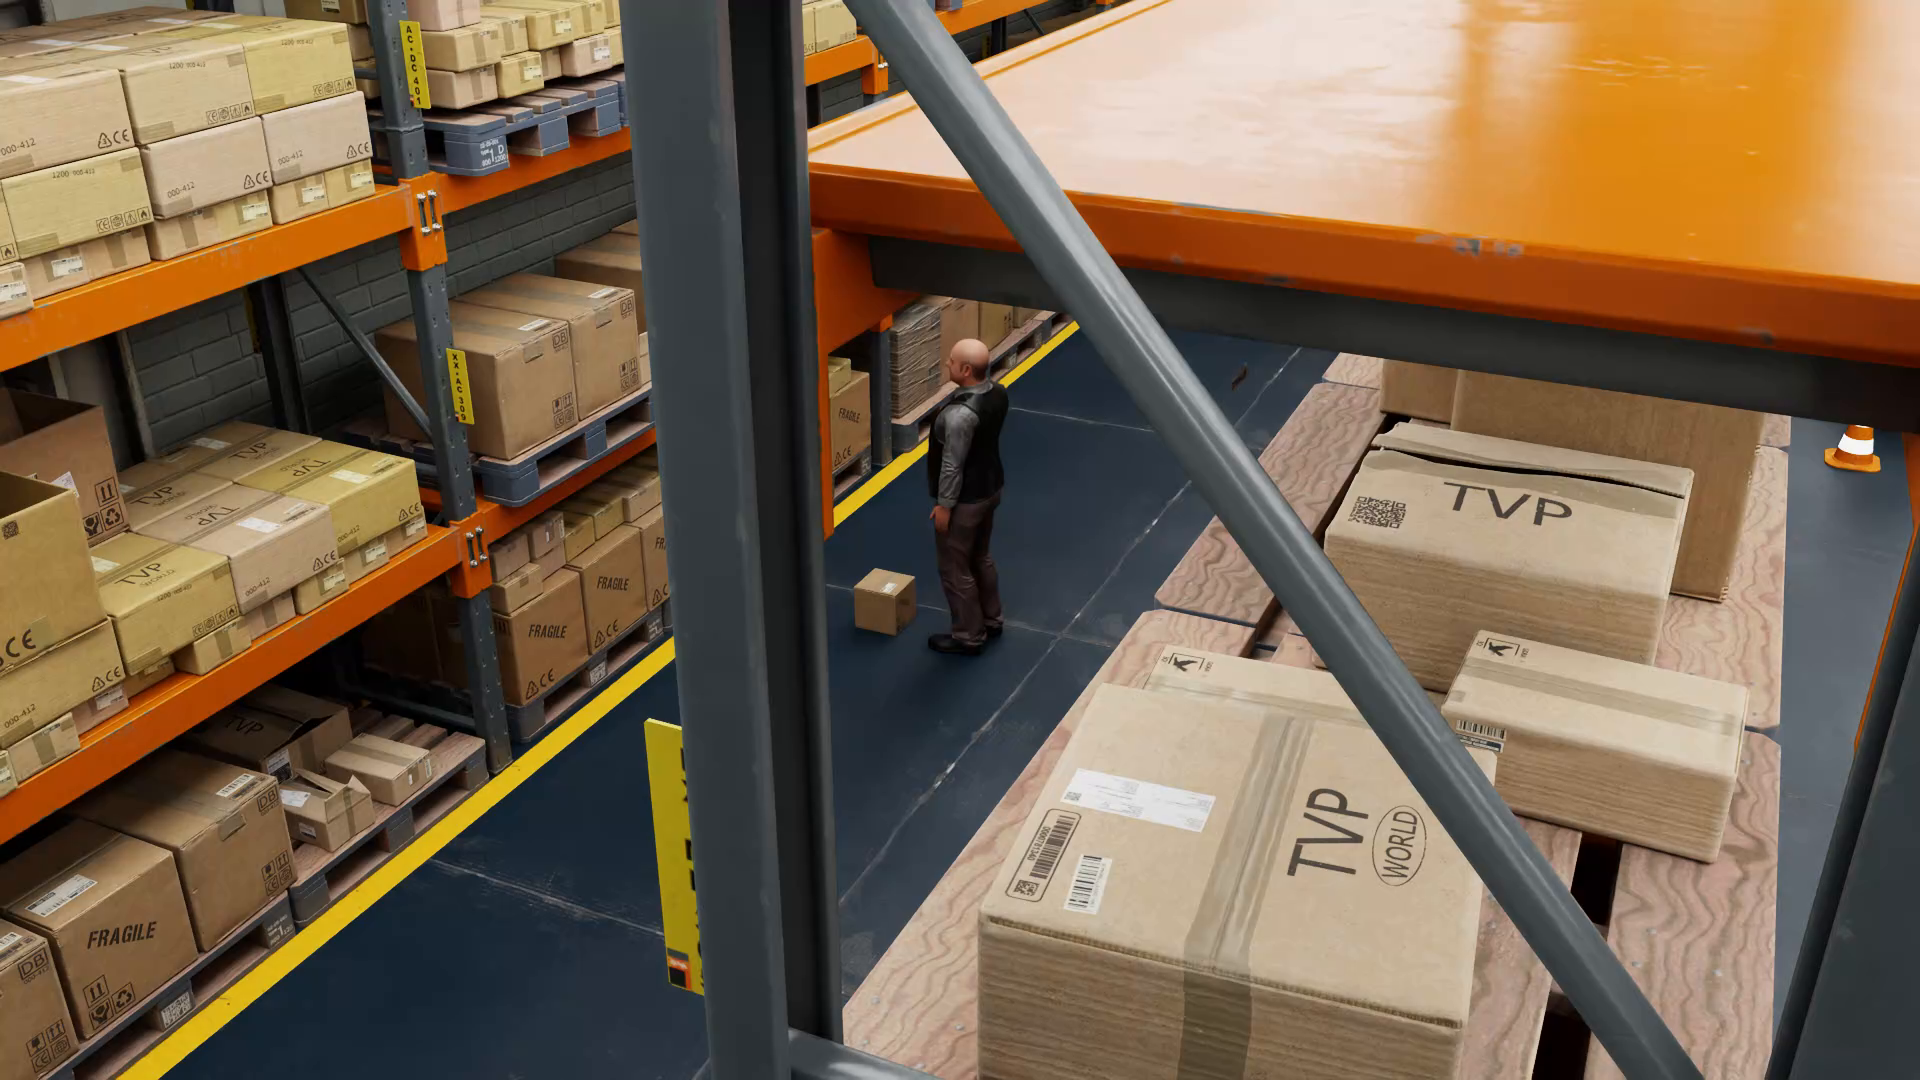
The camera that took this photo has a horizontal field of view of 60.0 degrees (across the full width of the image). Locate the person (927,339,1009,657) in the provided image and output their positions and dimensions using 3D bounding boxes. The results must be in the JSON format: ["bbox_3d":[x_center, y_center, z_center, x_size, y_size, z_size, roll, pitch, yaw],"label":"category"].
[{"bbox_3d":[0.025,-0.218,8.609,0.359,1.724,0.531,12,28,23],"label":"person"}]
